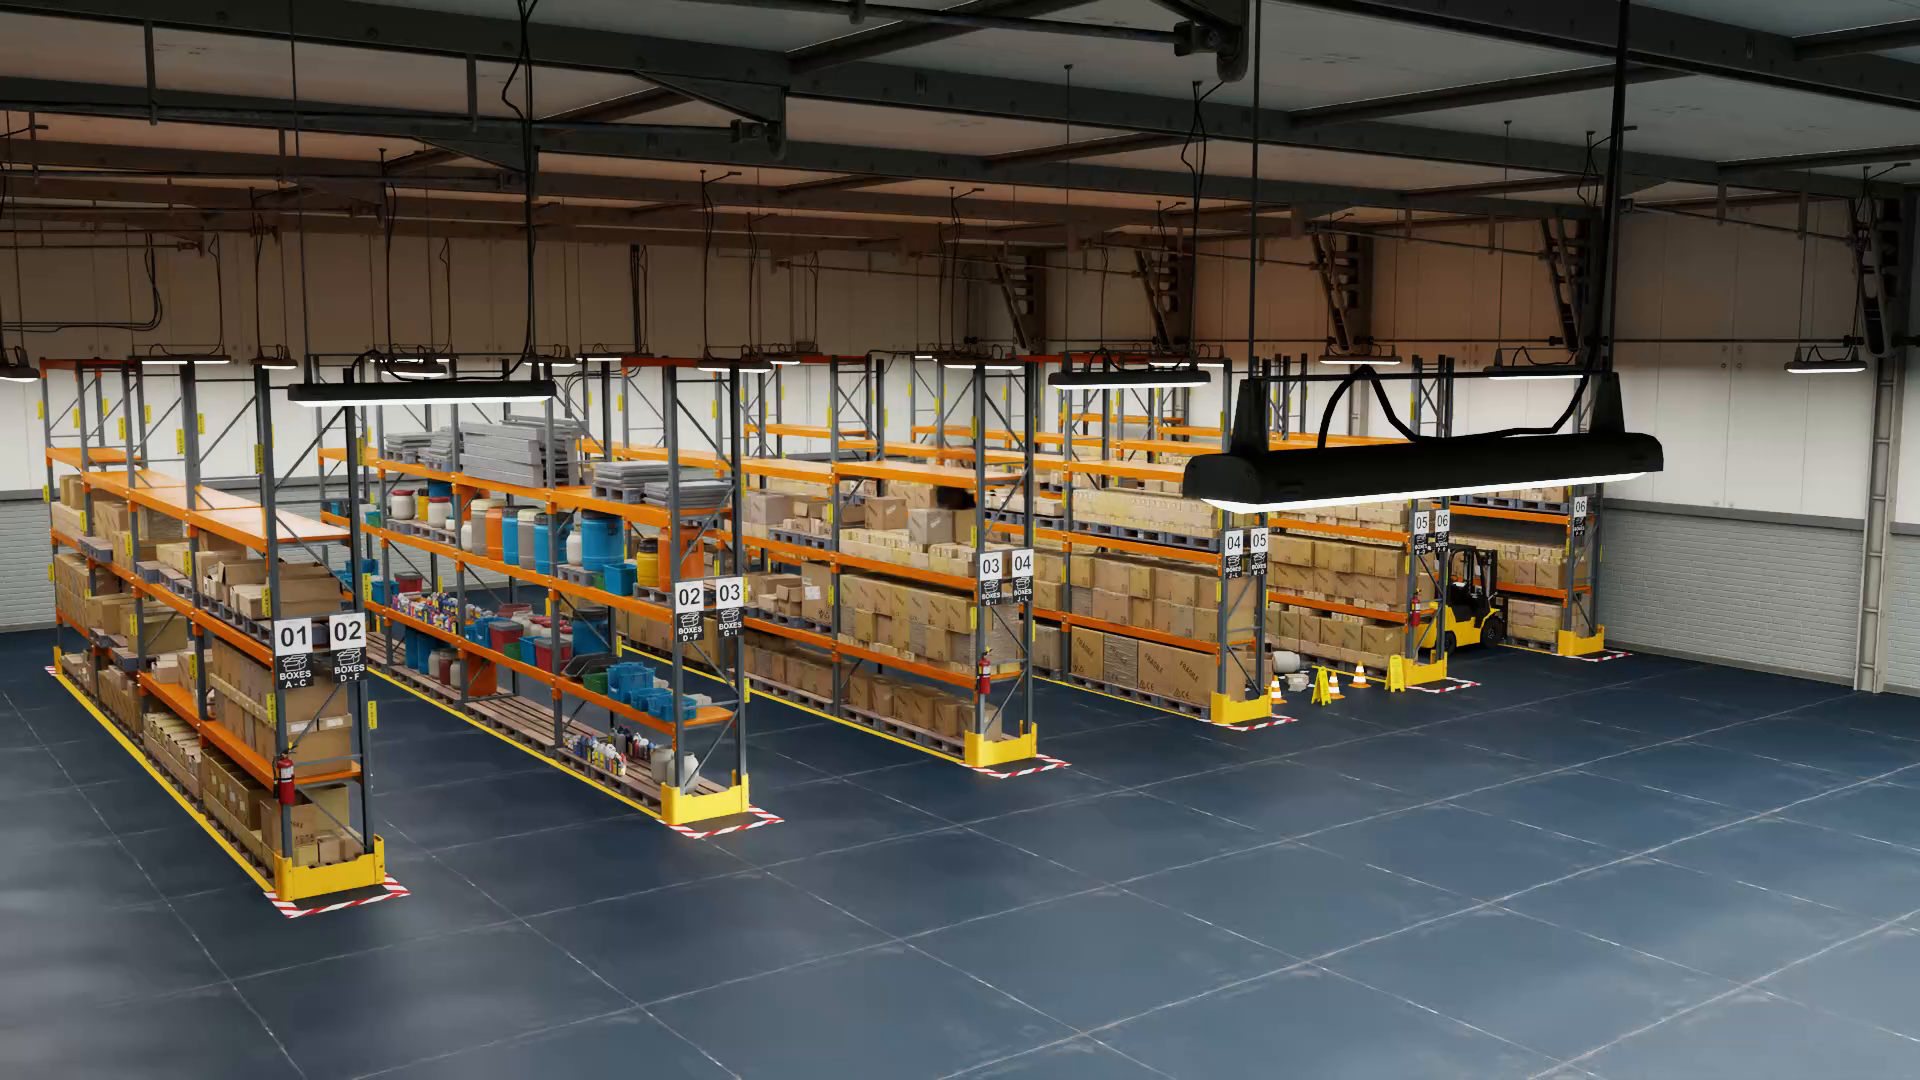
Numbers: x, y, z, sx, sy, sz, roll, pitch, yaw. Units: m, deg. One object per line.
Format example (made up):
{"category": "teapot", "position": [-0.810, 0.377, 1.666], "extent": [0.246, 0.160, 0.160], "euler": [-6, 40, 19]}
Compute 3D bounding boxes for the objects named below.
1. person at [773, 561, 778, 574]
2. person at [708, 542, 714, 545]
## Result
{"category": "person", "position": [-4.689, 0.390, 42.761], "extent": [0.553, 1.699, 0.681], "euler": [5, 8, 34]}
{"category": "person", "position": [-5.988, 0.843, 39.348], "extent": [0.598, 1.624, 0.640], "euler": [-3, 7, -21]}
